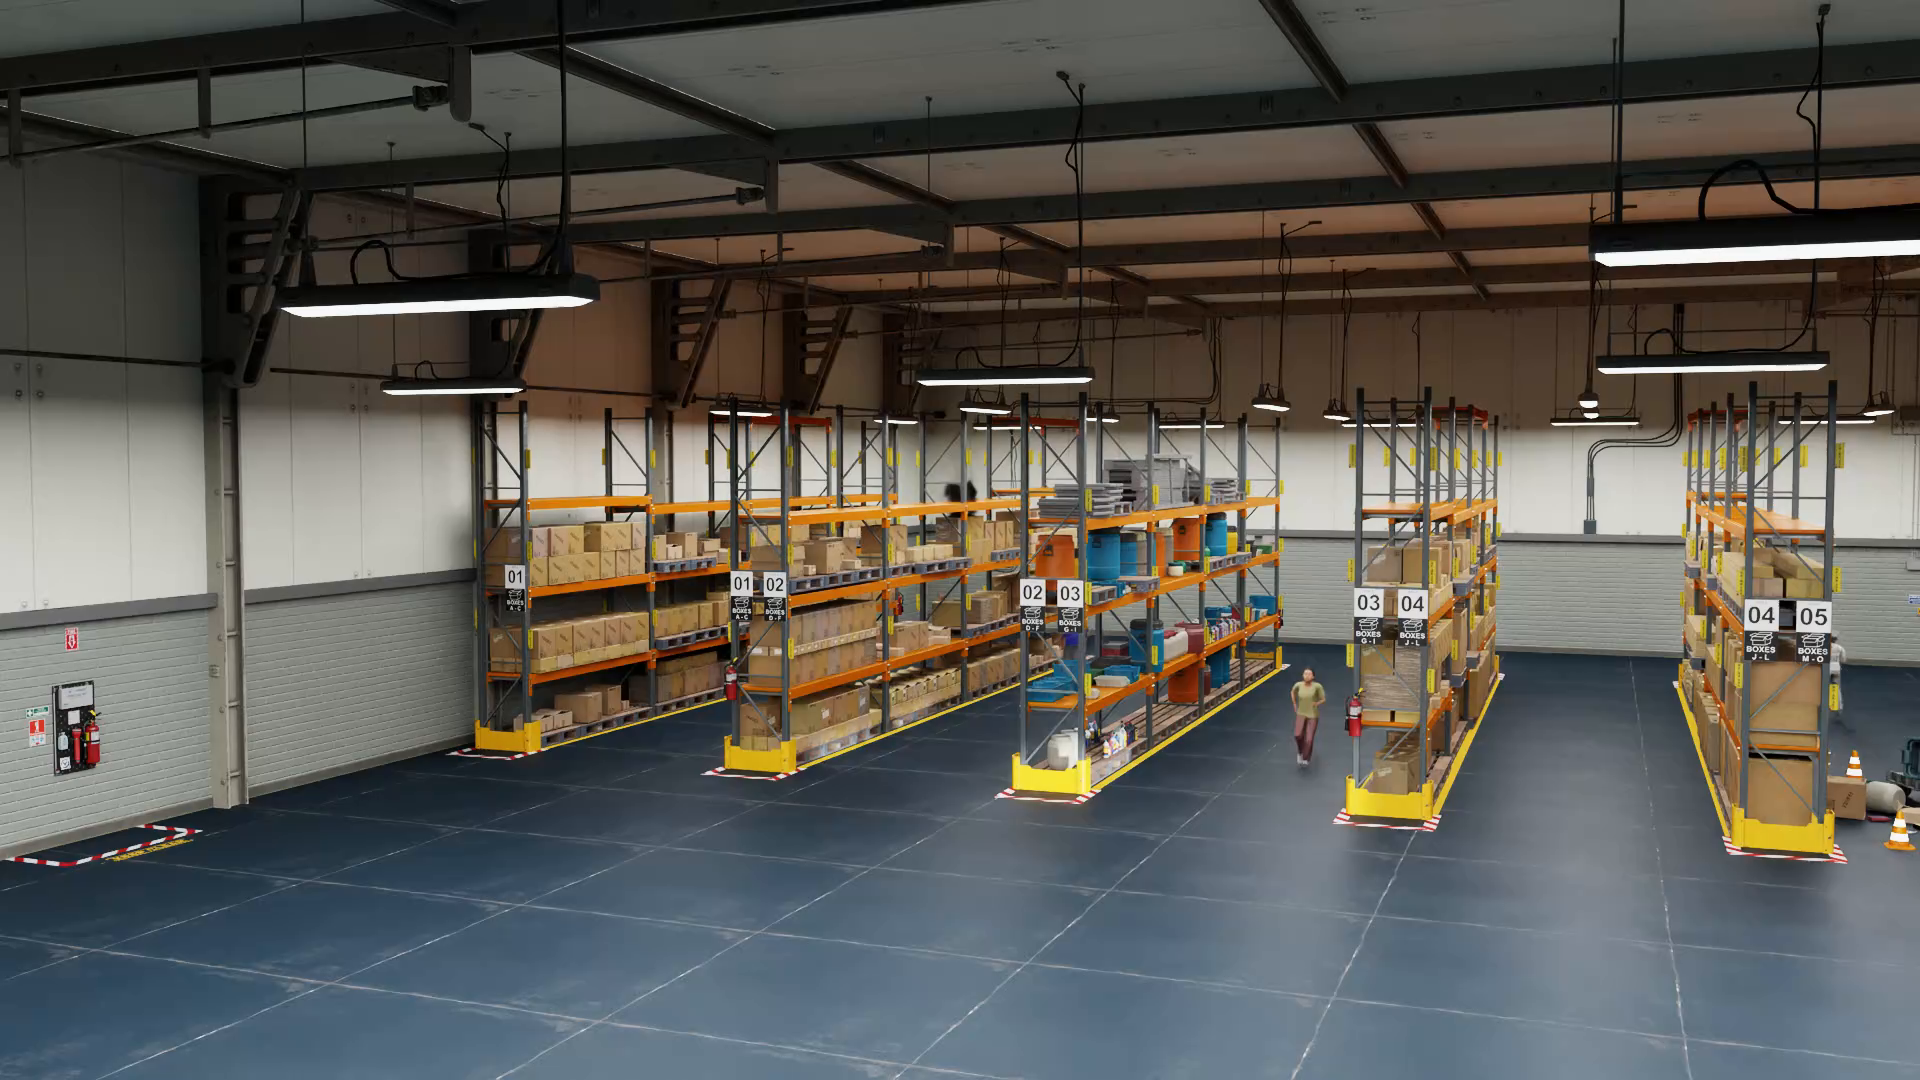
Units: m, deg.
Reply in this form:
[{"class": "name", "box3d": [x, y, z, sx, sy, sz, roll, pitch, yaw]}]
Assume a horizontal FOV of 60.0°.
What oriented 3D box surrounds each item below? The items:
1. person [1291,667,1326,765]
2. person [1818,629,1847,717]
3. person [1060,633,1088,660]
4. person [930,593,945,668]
[{"class": "person", "box3d": [5.633, 2.863, 26.943, 0.578, 1.627, 0.617, 1, 3, 19]}, {"class": "person", "box3d": [16.820, 2.573, 32.108, 0.575, 1.693, 0.925, 1, 3, 12]}, {"class": "person", "box3d": [2.331, 2.275, 34.217, 0.582, 1.584, 0.593, 1, 3, 14]}, {"class": "person", "box3d": [-0.435, 2.102, 38.029, 0.638, 1.763, 0.784, 1, 3, 14]}]
